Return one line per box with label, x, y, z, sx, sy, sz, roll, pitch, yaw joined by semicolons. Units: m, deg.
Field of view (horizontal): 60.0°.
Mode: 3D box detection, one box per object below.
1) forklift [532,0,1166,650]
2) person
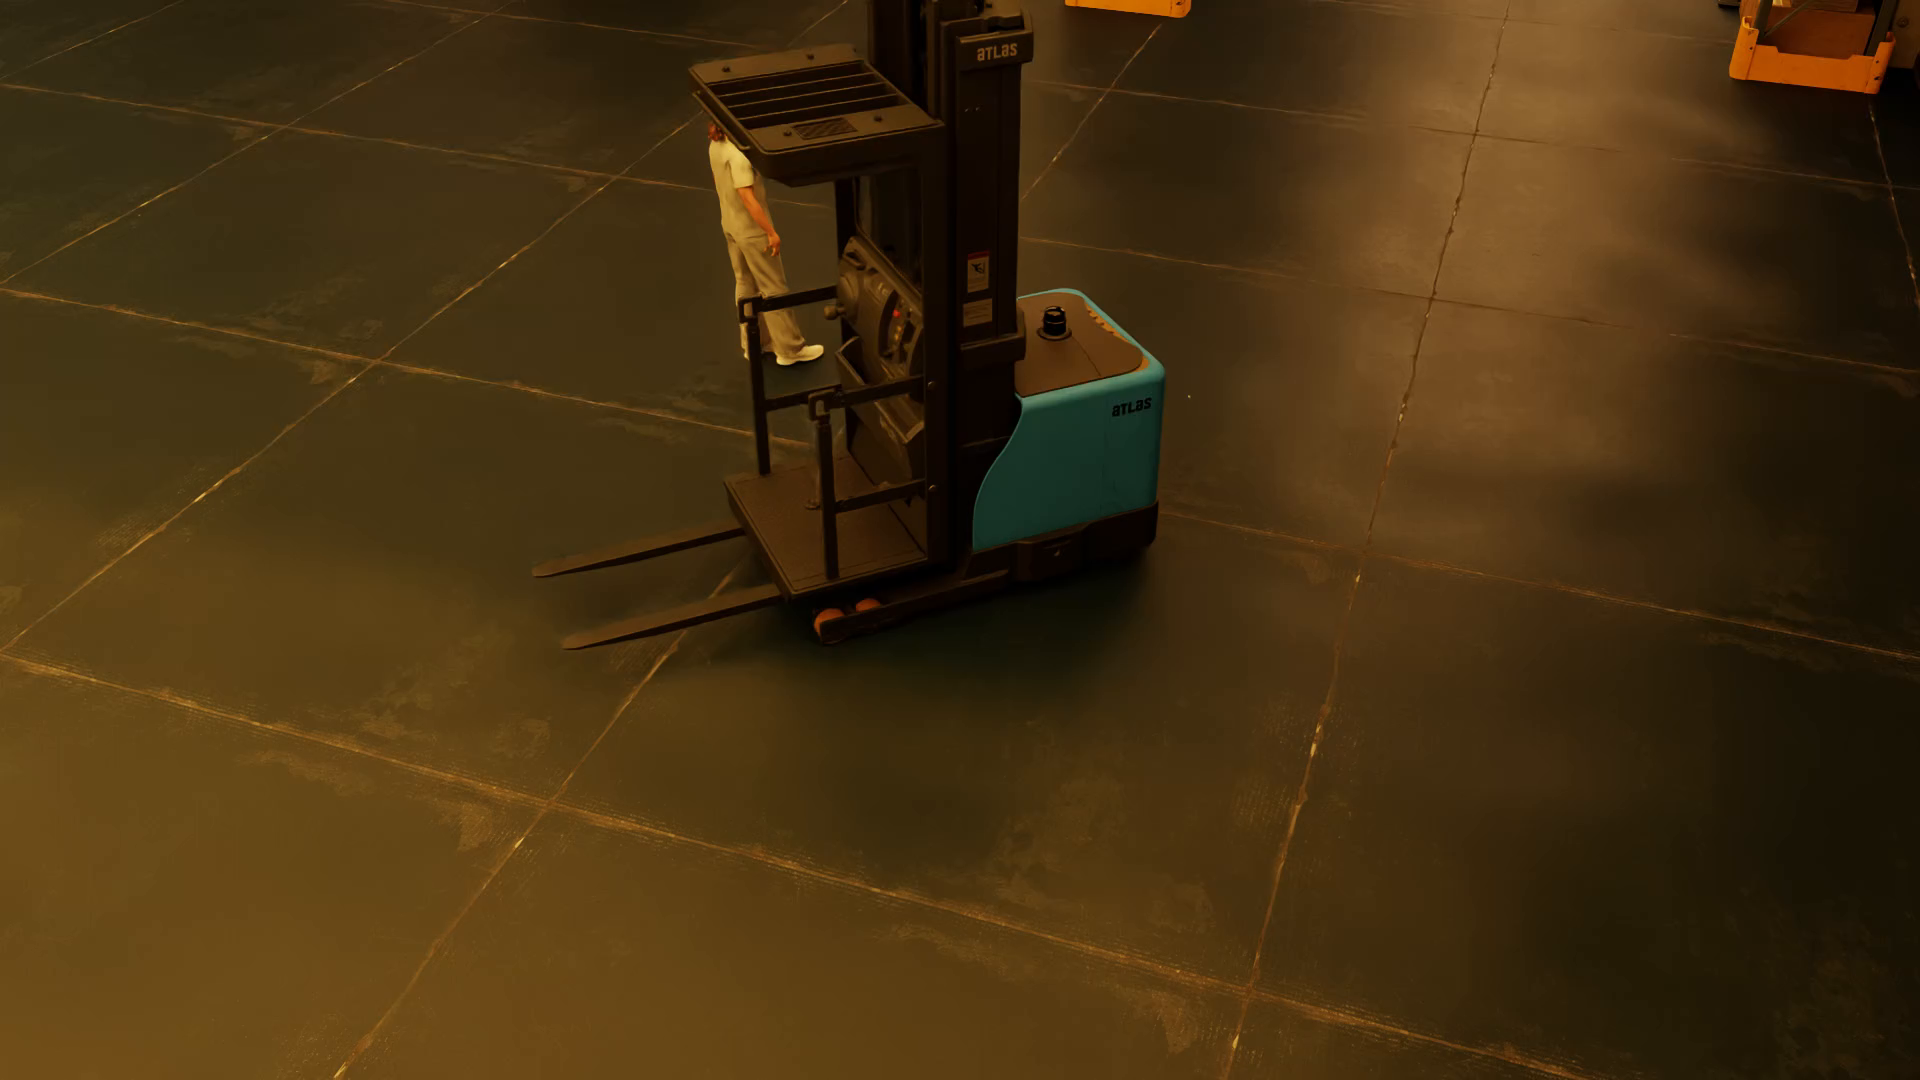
forklift;-0.558;-1.050;7.591;3.031;2.935;1.130;-14;38;-19
person;-1.177;-1.843;9.799;0.539;1.671;0.560;-20;40;-26
